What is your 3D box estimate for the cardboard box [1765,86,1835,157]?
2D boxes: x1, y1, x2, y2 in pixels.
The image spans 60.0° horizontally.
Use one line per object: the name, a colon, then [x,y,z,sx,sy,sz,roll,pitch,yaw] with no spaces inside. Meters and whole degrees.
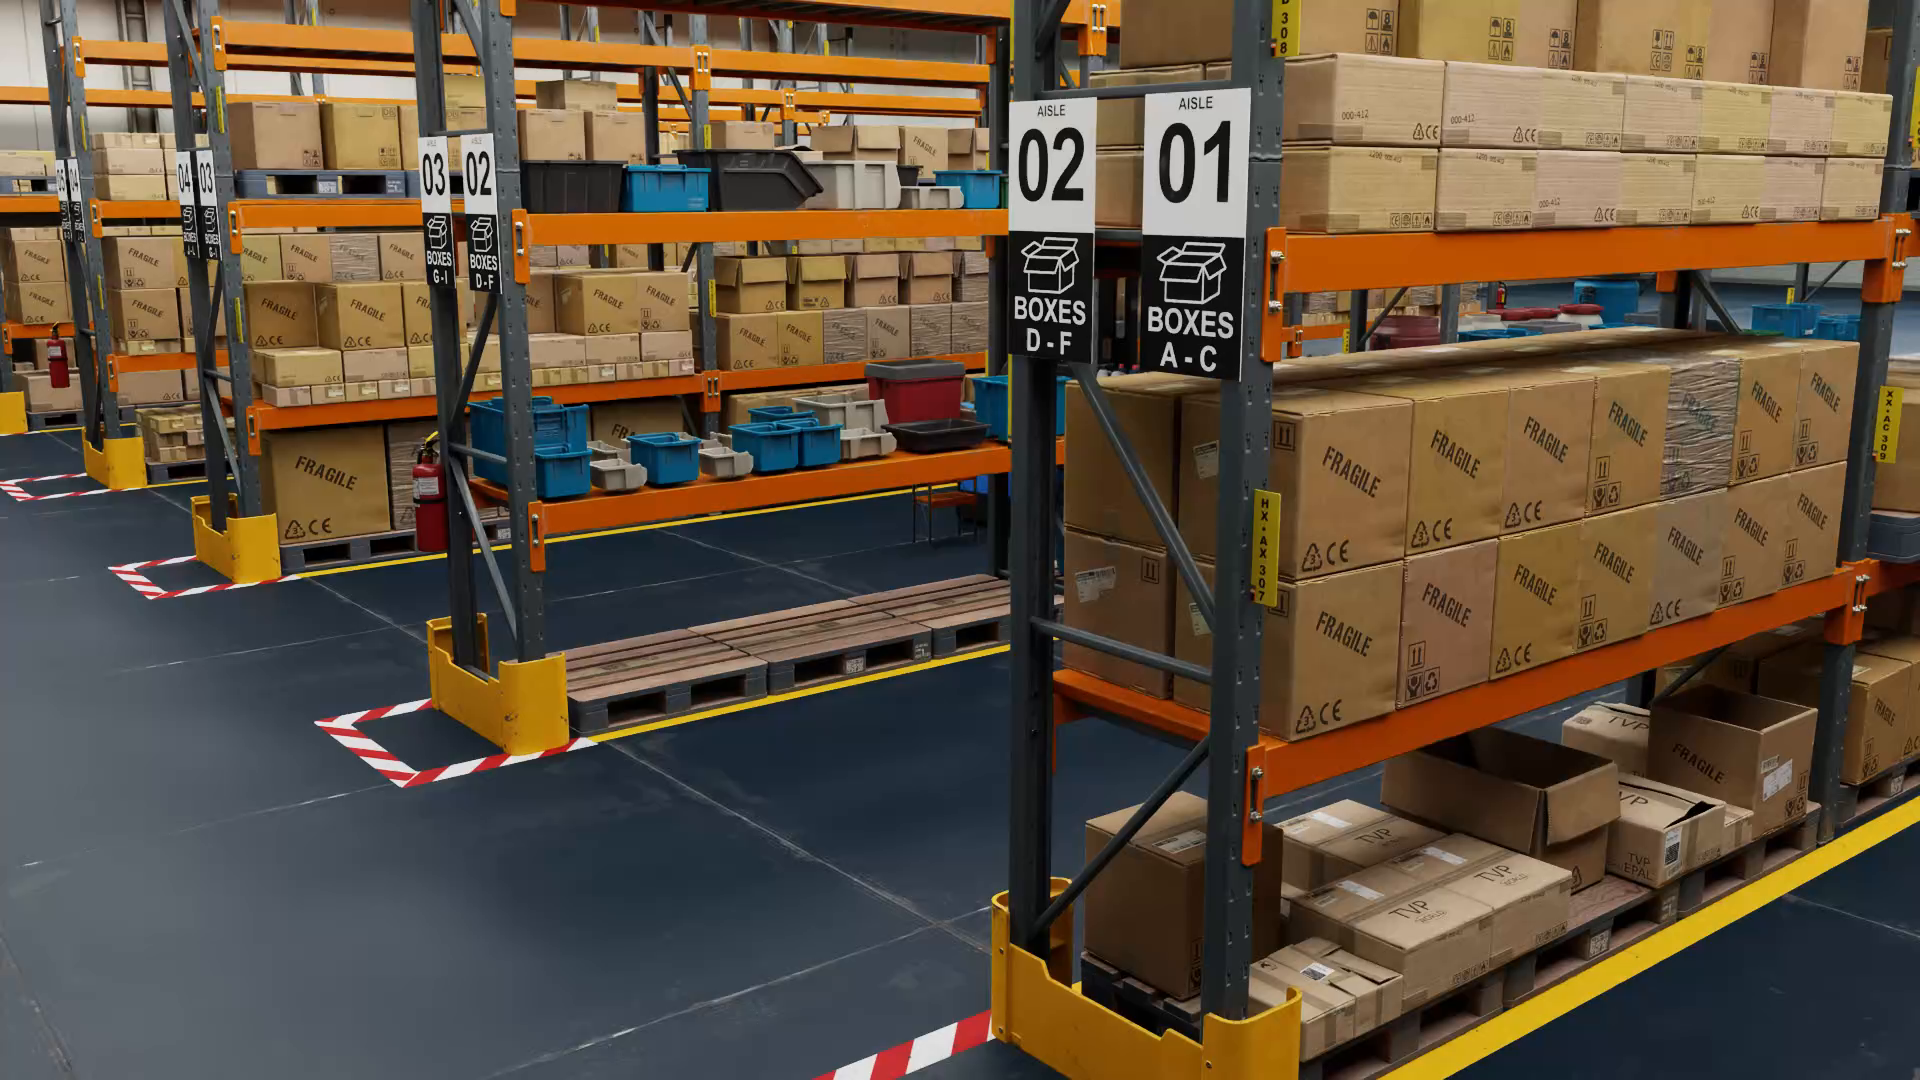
cardboard box: [3.045,-1.628,6.508,0.500,0.250,0.500,-9,15,-38]

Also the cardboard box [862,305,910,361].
cardboard box: [-0.839,-2.034,16.245,0.500,0.500,0.500,-9,15,-37]

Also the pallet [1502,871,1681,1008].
pallet: [2.157,1.452,6.784,1.213,0.211,1.003,-9,15,-38]

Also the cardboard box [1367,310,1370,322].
cardboard box: [4.856,-2.789,20.647,0.250,0.149,0.380,-9,15,-38]

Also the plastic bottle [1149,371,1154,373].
plastic bottle: [1.446,-1.138,12.563,0.135,0.276,0.152,-9,15,-38]

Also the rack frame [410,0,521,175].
rack frame: [-2.567,-3.380,8.381,0.127,3.000,1.000,-9,15,-38]

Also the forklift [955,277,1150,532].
forklift: [1.309,-1.752,15.322,1.130,2.935,3.031,11,16,41]

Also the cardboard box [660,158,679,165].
cardboard box: [-3.497,-4.374,20.044,0.500,0.500,0.500,-9,15,-38]

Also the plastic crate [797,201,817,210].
plastic crate: [-1.109,-2.092,10.173,0.530,0.136,0.437,-9,15,-38]

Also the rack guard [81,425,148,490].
rack guard: [-8.622,-0.853,16.944,0.348,0.500,1.175,-9,15,-38]

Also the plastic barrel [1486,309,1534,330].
plastic barrel: [5.008,-1.829,15.194,0.433,0.535,0.433,0,12,0]

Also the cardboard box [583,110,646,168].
cardboard box: [-3.112,-3.427,14.332,0.500,0.500,0.700,-11,16,-41]

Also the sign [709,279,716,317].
sign: [-2.190,-2.140,14.711,0.005,0.325,0.100,-9,15,-38]

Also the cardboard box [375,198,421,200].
cardboard box: [-6.169,-3.809,17.984,0.500,0.250,0.500,-9,15,-38]

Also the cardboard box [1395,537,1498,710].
cardboard box: [1.435,0.227,5.597,0.500,0.500,0.500,-10,15,-38]

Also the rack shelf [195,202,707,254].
rack shelf: [-4.100,-2.624,13.773,4.000,0.370,1.077,-9,15,-38]

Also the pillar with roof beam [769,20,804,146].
pillar with roof beam: [-0.880,-8.029,30.275,0.548,9.000,9.100,-9,15,-38]

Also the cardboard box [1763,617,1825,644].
cardboard box: [4.245,0.674,8.693,0.500,0.500,0.500,-9,15,-37]

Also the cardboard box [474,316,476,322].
cardboard box: [-6.896,-2.869,24.523,0.875,0.875,0.875,-9,15,-37]

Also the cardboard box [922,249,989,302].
cardboard box: [0.004,-2.734,17.127,0.637,0.503,0.797,-9,15,-36]

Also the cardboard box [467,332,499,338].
cardboard box: [-4.251,-1.627,14.213,0.500,0.250,0.500,-9,15,-38]

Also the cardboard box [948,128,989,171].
cardboard box: [0.154,-3.919,16.883,0.637,0.503,0.797,-8,15,-34]

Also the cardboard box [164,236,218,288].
cardboard box: [-7.775,-2.832,16.878,0.500,0.500,0.500,-9,15,-36]

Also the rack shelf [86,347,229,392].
rack shelf: [-7.119,-1.974,17.935,4.000,0.370,1.077,-9,15,-38]

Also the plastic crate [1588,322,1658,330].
plastic crate: [6.136,-1.801,15.428,0.575,0.384,0.392,-9,15,-38]

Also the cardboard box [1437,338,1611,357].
cardboard box: [2.300,-0.549,6.846,0.500,0.500,0.500,-10,16,-39]

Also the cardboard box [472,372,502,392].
cardboard box: [-3.978,-1.318,13.720,0.250,0.149,0.380,-10,16,-39]

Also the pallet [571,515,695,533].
pallet: [-3.181,-0.318,15.117,1.213,0.211,1.003,-9,15,-38]

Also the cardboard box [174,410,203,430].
cardboard box: [-7.920,-1.236,17.150,0.250,0.149,0.380,-9,15,-37]

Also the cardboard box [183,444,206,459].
cardboard box: [-7.919,-0.940,17.189,0.250,0.149,0.380,-10,15,-38]

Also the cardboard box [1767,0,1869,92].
cardboard box: [3.292,-2.097,6.911,0.500,0.500,0.700,-9,15,-38]

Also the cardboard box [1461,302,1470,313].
cardboard box: [6.543,-3.099,22.107,0.250,0.149,0.380,-9,15,-38]

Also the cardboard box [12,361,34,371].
cardboard box: [-14.063,-2.584,24.930,0.250,0.149,0.380,-10,16,-40]

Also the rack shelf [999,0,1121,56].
rack shelf: [2.118,-3.611,12.164,4.000,0.370,1.077,-9,15,-38]

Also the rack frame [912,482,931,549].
rack frame: [-0.320,-0.534,13.754,0.015,1.200,0.240,-9,15,-38]

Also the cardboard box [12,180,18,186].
cardboard box: [-14.055,-5.283,24.208,0.500,0.250,0.500,-9,15,-37]

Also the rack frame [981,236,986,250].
rack frame: [0.585,-2.287,17.676,0.127,3.000,1.000,-9,15,-38]

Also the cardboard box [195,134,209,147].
cardboard box: [-7.628,-3.990,16.673,0.250,0.149,0.380,-9,15,-37]

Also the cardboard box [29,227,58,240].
cardboard box: [-11.242,-3.758,20.396,0.250,0.149,0.380,-9,15,-36]

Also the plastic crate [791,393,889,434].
plastic crate: [-0.751,-0.768,10.663,0.530,0.282,0.437,-9,15,-38]

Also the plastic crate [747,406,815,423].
plastic crate: [-1.124,-0.701,10.467,0.300,0.233,0.416,-9,15,-38]

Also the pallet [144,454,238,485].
pallet: [-7.965,-0.812,17.444,1.213,0.211,1.003,-9,15,-38]

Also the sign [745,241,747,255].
sign: [-2.784,-3.760,21.828,0.005,0.325,0.100,-9,15,-38]

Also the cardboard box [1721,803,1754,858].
cardboard box: [3.125,1.197,7.074,0.250,0.149,0.380,-9,15,-38]

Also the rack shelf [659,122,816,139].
rack shelf: [-4.024,-7.864,32.195,4.000,0.370,1.077,-9,15,-38]

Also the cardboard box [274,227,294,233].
cardboard box: [-9.044,-4.122,22.111,0.250,0.149,0.380,-9,15,-36]

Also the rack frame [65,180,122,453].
rack frame: [-8.681,-2.066,16.638,0.127,3.000,1.000,-9,15,-38]

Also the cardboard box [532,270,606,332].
cardboard box: [-3.461,-2.123,14.747,0.500,0.500,0.500,-9,15,-38]

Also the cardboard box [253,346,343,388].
cardboard box: [-5.118,-1.339,12.860,0.500,0.250,0.500,-10,16,-39]

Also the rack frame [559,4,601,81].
rack frame: [-5.605,-6.829,24.623,0.127,3.000,1.000,-9,15,-38]

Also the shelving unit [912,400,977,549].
shelving unit: [-0.129,-0.565,13.903,0.503,1.200,0.258,-9,15,-38]

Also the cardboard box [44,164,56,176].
cardboard box: [-11.280,-4.595,20.679,0.250,0.149,0.380,-11,16,-42]

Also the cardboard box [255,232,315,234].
cardboard box: [-7.272,-3.053,17.923,0.500,0.500,0.500,-10,16,-40]

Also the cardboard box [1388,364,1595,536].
cardboard box: [1.833,-0.327,5.801,0.500,0.500,0.500,-9,15,-37]

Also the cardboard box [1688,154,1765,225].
cardboard box: [2.652,-1.319,6.257,0.500,0.250,0.500,-9,15,-38]
